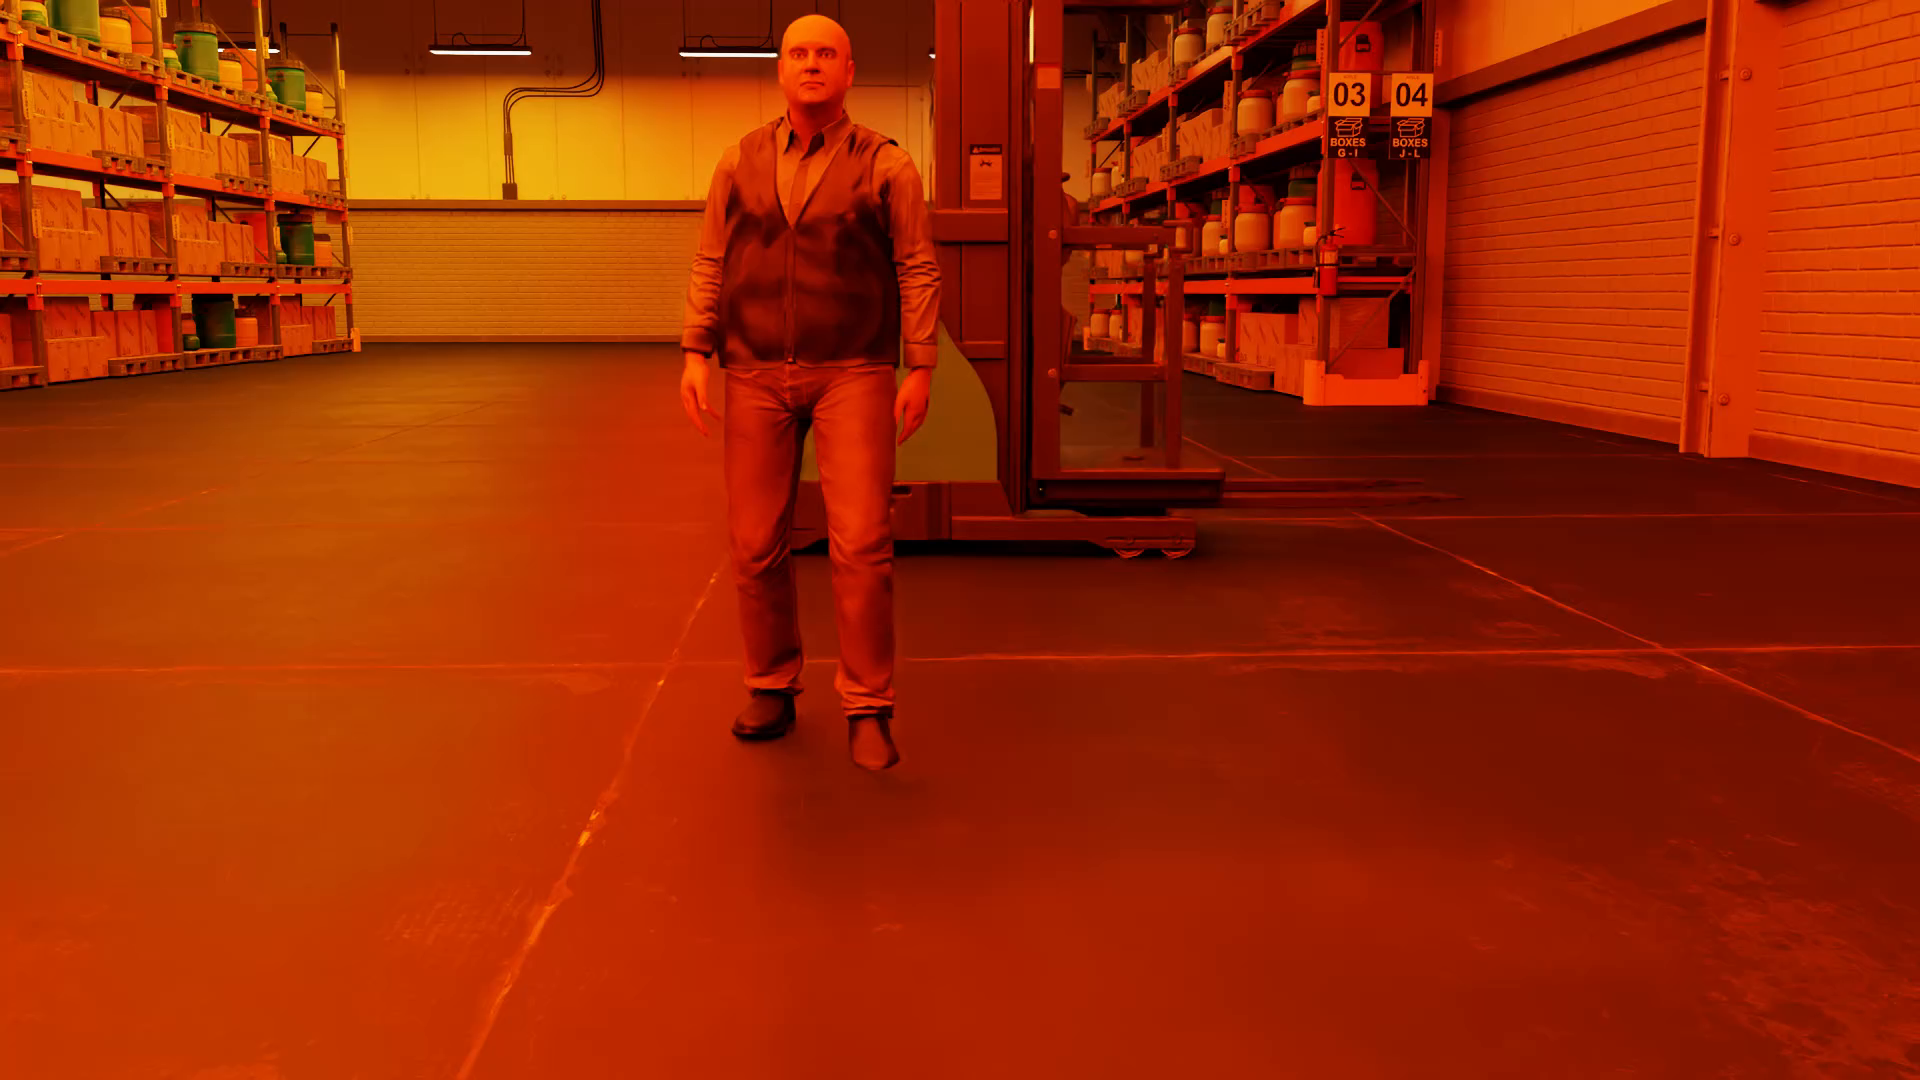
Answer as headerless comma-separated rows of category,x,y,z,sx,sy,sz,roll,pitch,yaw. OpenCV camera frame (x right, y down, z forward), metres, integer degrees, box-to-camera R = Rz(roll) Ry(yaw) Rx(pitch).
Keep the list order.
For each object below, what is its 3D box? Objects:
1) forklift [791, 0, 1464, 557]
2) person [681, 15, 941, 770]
forklift,0.607,-1.457,7.140,3.031,2.935,1.130,0,8,0
person,-0.371,-0.346,3.939,0.614,1.751,0.513,1,9,9
